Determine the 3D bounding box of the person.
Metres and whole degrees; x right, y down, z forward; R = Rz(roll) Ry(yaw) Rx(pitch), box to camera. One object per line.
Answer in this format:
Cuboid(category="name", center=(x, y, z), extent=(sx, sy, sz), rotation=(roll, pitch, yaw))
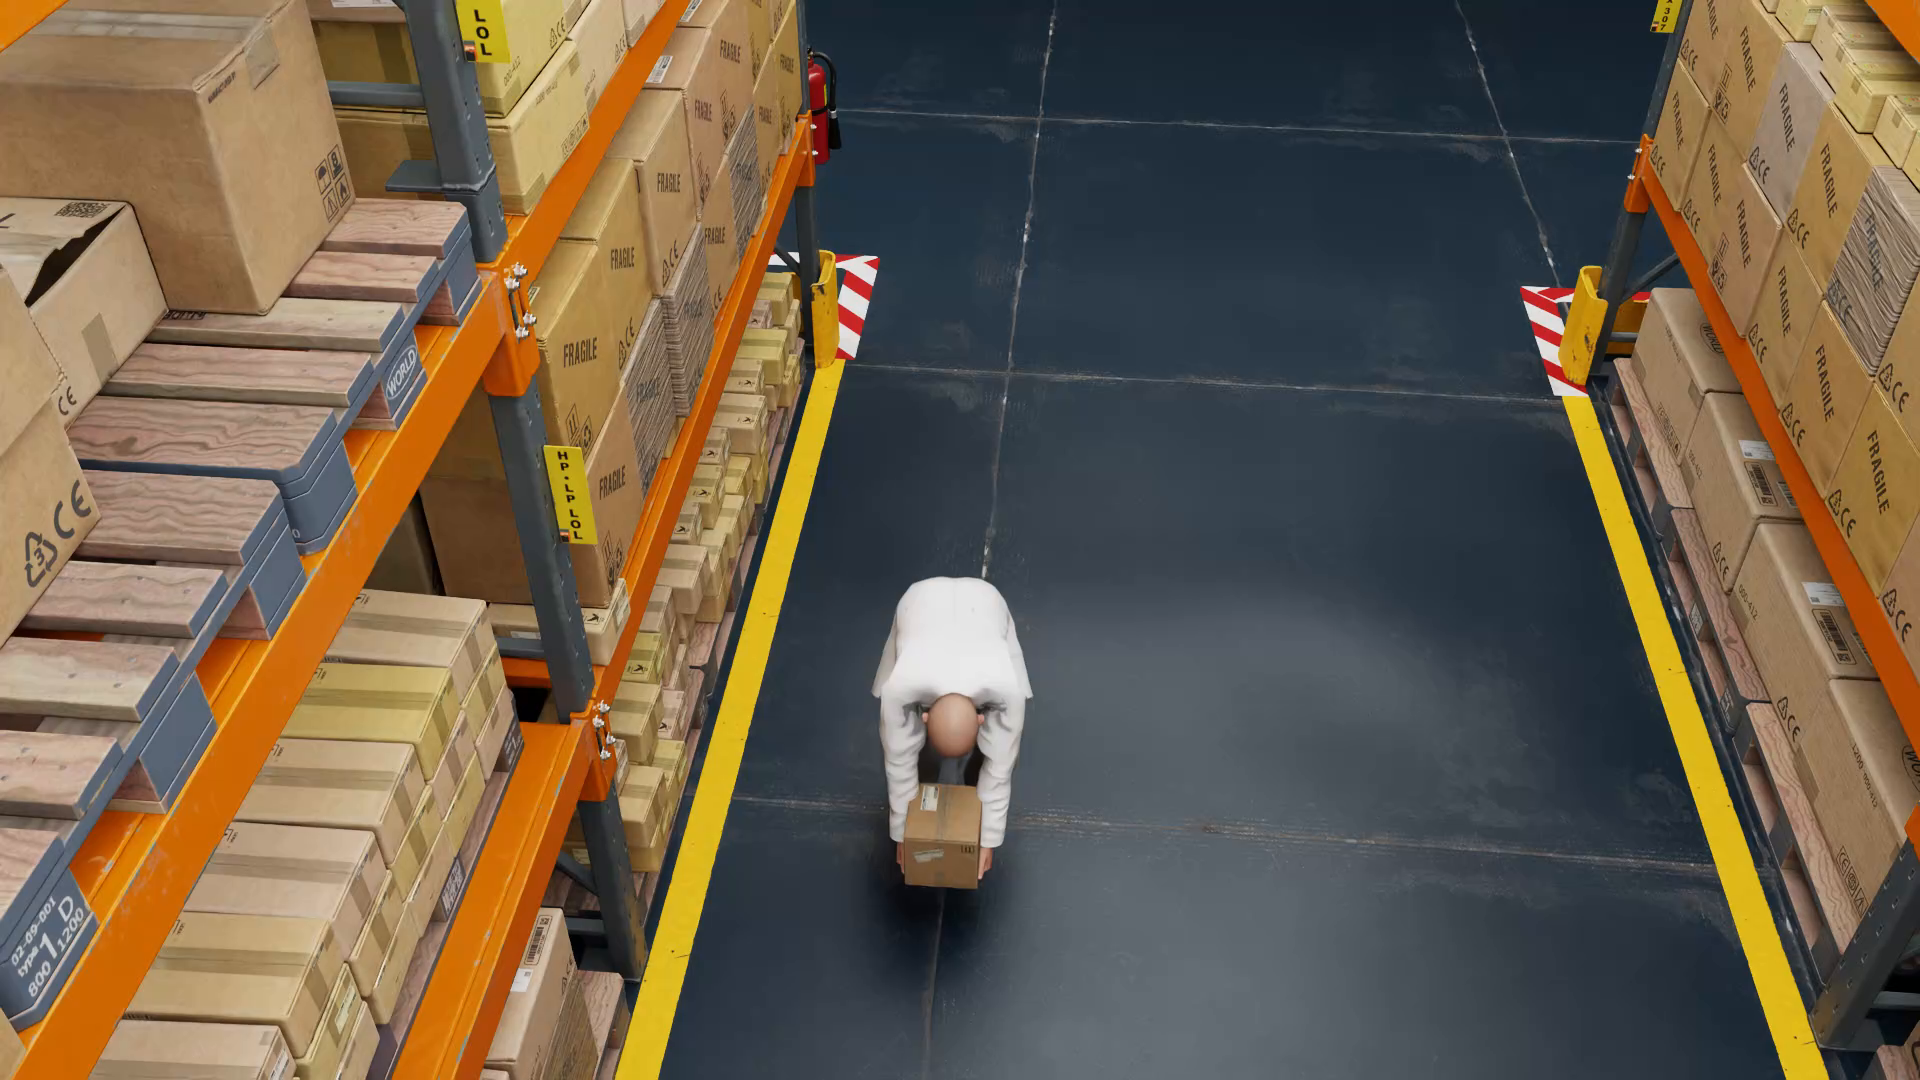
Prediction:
Cuboid(category="person", center=(-0.035, 0.695, 5.873), extent=(0.582, 1.079, 0.941), rotation=(1, 40, 2))
